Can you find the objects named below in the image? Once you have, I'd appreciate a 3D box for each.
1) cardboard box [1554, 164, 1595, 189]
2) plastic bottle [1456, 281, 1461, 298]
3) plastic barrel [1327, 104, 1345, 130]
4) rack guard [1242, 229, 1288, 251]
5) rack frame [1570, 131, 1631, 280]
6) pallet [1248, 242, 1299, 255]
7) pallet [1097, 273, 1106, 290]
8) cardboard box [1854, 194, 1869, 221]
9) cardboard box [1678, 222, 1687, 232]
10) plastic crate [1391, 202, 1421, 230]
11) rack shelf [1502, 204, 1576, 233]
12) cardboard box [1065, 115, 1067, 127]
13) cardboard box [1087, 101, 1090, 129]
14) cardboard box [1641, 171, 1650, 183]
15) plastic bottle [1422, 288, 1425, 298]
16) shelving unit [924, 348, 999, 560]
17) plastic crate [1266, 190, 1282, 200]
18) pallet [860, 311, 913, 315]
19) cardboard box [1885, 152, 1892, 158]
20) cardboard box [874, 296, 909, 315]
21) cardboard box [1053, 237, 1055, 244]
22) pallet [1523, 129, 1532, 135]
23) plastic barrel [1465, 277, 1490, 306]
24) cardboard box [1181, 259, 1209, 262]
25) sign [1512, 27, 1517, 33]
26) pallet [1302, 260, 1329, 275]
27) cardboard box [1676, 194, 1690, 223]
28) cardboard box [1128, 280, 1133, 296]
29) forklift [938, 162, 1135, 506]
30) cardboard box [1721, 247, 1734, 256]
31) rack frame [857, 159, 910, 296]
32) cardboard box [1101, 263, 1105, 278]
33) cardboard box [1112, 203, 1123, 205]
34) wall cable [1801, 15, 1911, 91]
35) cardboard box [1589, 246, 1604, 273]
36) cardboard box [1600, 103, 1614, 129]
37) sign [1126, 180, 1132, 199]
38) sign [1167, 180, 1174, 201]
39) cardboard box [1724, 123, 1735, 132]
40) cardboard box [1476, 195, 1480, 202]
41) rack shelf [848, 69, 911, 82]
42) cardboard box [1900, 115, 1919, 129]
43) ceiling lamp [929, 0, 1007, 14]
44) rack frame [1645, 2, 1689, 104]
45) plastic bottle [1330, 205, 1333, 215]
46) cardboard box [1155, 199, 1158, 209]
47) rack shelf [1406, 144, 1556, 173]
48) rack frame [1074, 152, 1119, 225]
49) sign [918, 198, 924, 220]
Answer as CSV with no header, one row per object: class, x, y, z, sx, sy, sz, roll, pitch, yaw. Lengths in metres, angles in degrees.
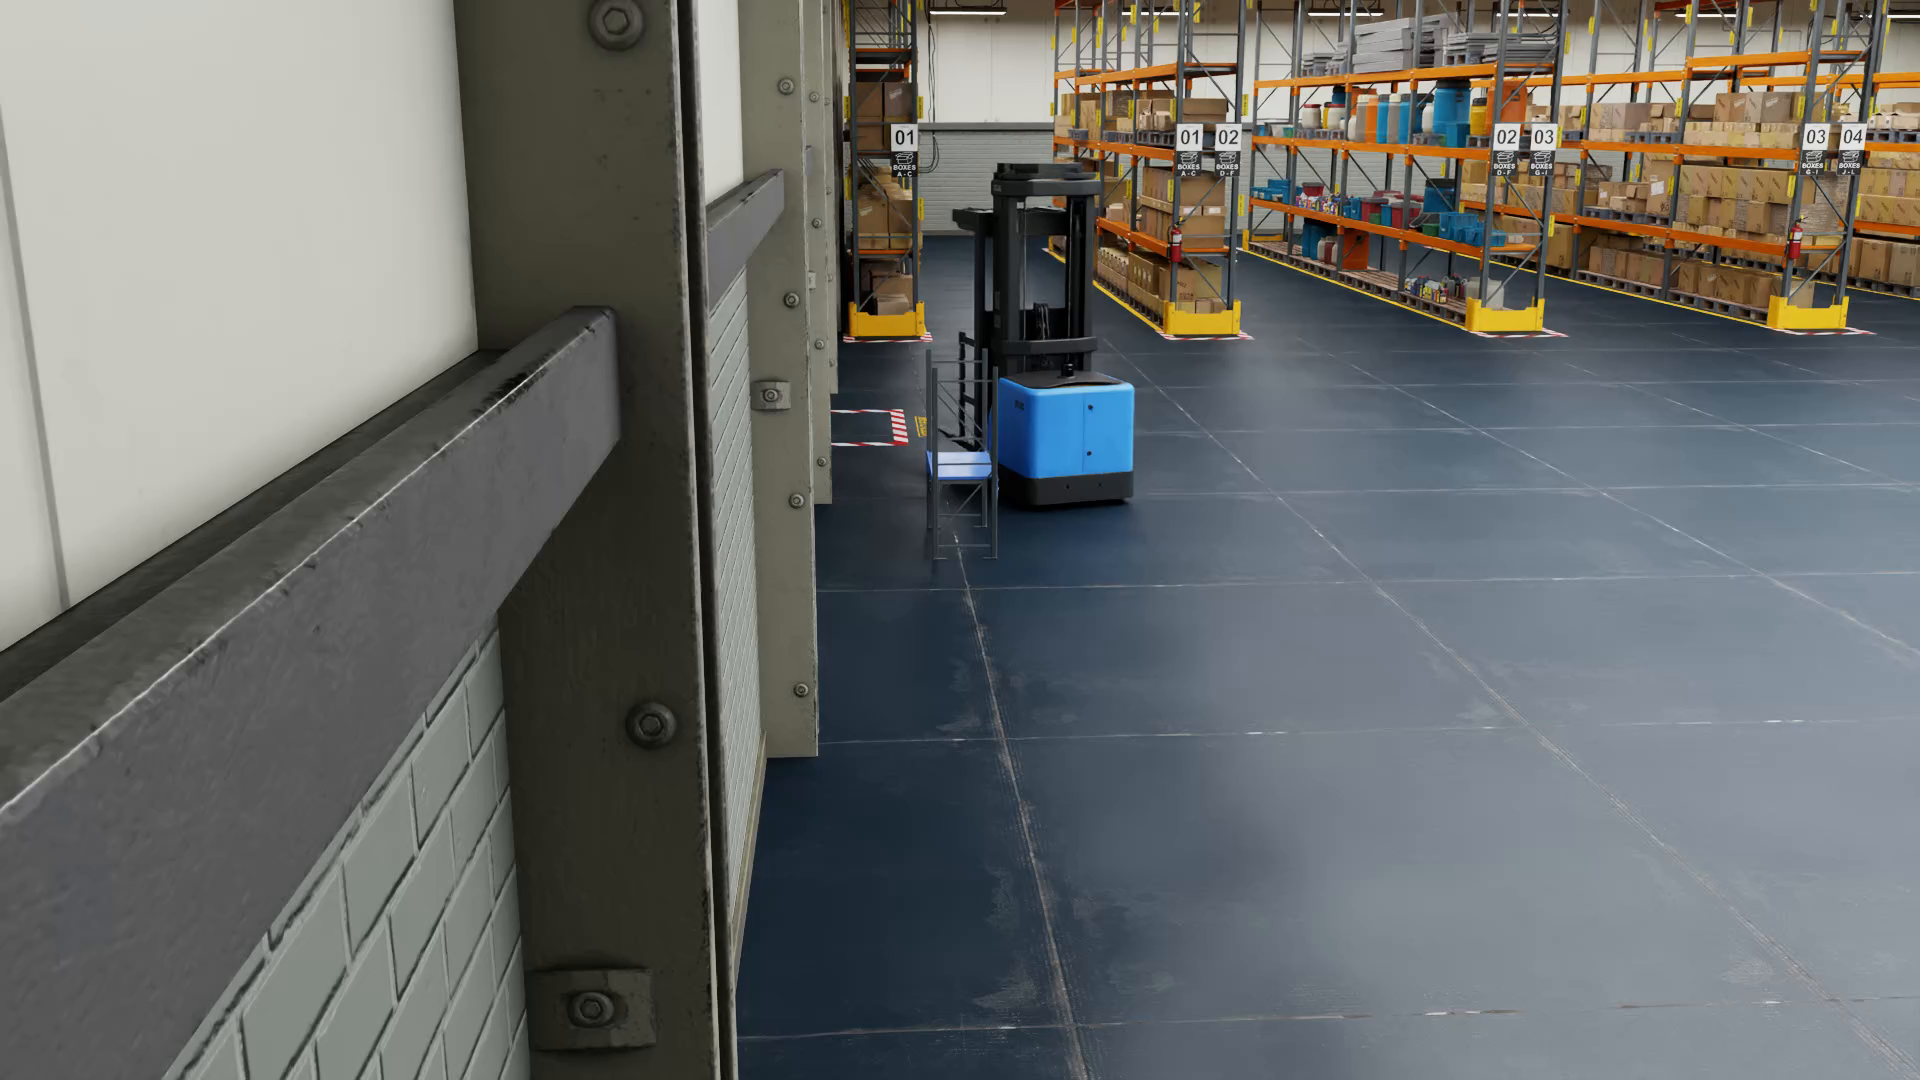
cardboard box,13.124,-7.744,35.390,0.797,0.503,0.637,-1,14,-2
plastic bottle,8.754,-4.400,29.176,0.061,0.283,0.133,-1,14,-3
plastic barrel,7.987,-8.949,35.154,0.433,0.535,0.433,0,14,0
rack guard,7.737,-7.574,41.959,1.175,0.500,0.348,-1,14,-3
rack frame,13.191,-6.865,34.190,1.000,3.000,0.127,-1,14,-3
pallet,7.764,-7.222,41.173,1.003,0.211,1.213,-1,14,-3
pallet,3.315,-5.158,33.149,1.003,0.211,1.213,-1,14,-3
cardboard box,17.971,-6.598,32.948,0.500,0.500,0.500,-1,14,-3
cardboard box,13.154,-5.629,29.887,0.380,0.149,0.250,-1,14,-3
plastic crate,8.160,-5.941,30.468,0.402,0.464,0.583,-1,14,-3
rack shelf,13.067,-7.014,36.213,1.077,0.370,4.000,-1,14,-3
cardboard box,2.698,-9.696,38.469,0.500,0.250,0.500,-1,14,-3
cardboard box,3.077,-9.169,35.879,0.600,0.600,0.600,-1,14,-4
cardboard box,17.404,-8.983,41.623,0.500,0.500,0.500,0,14,-1
plastic bottle,8.137,-4.327,29.058,0.097,0.201,0.097,0,14,0
shelving unit,0.005,-0.705,13.257,0.538,1.500,1.048,-1,14,-3
plastic crate,7.539,-8.258,39.818,0.416,0.233,0.300,-1,14,-3
pallet,-1.165,-3.517,26.774,1.003,0.211,1.213,-1,14,-3
cardboard box,22.481,-9.251,39.951,0.380,0.149,0.250,-1,14,-5
cardboard box,-1.098,-3.731,26.520,0.500,0.311,0.500,-3,15,-10
cardboard box,2.506,-7.372,40.963,0.380,0.166,0.250,-1,14,-3
pallet,13.049,-8.993,36.823,0.805,0.209,1.217,-1,15,-6
plastic barrel,8.595,-4.085,27.534,0.421,0.512,0.421,0,14,0
cardboard box,3.897,-4.469,28.045,0.500,0.500,0.500,-1,14,-3
sign,12.388,-11.292,37.163,0.100,0.325,0.005,-1,14,-3
pallet,8.084,-5.937,36.176,1.003,0.211,1.213,-1,14,-3
cardboard box,13.405,-5.950,29.835,0.875,0.500,0.500,-1,14,-3
cardboard box,3.277,-4.470,29.557,0.500,0.250,0.500,-1,14,-3
forklift,0.578,-2.041,15.576,1.130,2.935,3.031,-5,15,-19
cardboard box,17.681,-6.717,37.785,0.500,0.500,0.500,0,14,-1
rack frame,-1.393,-5.641,29.432,1.000,3.000,0.127,-1,14,-3
cardboard box,3.075,-5.325,32.880,0.500,0.250,0.500,-1,14,-5
cardboard box,3.282,-6.579,33.256,0.500,0.311,0.500,0,14,0
wall cable,25.486,-13.386,47.420,2.988,3.039,0.133,-1,14,-3
cardboard box,13.252,-5.702,33.800,0.700,0.500,0.500,-2,15,-6
cardboard box,12.991,-8.362,32.781,0.500,0.500,0.500,-1,14,-3
sign,3.010,-6.230,29.556,0.100,0.325,0.005,-1,14,-3
sign,3.257,-5.394,25.673,0.100,0.325,0.005,-1,14,-3
cardboard box,13.269,-7.034,28.328,0.380,0.149,0.250,-1,14,-5
cardboard box,12.517,-8.129,39.605,0.380,0.149,0.250,-1,14,-4
rack shelf,-1.517,-8.502,30.757,1.077,0.370,4.000,-1,14,-3
cardboard box,18.099,-7.858,31.284,0.500,0.250,0.500,-1,14,-4
ceiling lamp,0.218,-15.064,42.302,2.000,3.185,0.800,-1,14,-3
rack frame,17.652,-11.812,41.375,1.000,3.000,0.127,-1,14,-3
plastic bottle,7.787,-6.897,34.713,0.097,0.201,0.097,0,14,0
cardboard box,3.474,-5.626,27.871,0.380,0.149,0.250,-1,14,-4
rack shelf,8.619,-6.401,27.809,1.077,0.370,4.000,-1,14,-3
rack frame,3.055,-7.708,37.466,1.000,3.000,0.127,-1,14,-3
sign,-0.603,-5.074,25.490,0.100,0.325,0.005,-1,14,-3
